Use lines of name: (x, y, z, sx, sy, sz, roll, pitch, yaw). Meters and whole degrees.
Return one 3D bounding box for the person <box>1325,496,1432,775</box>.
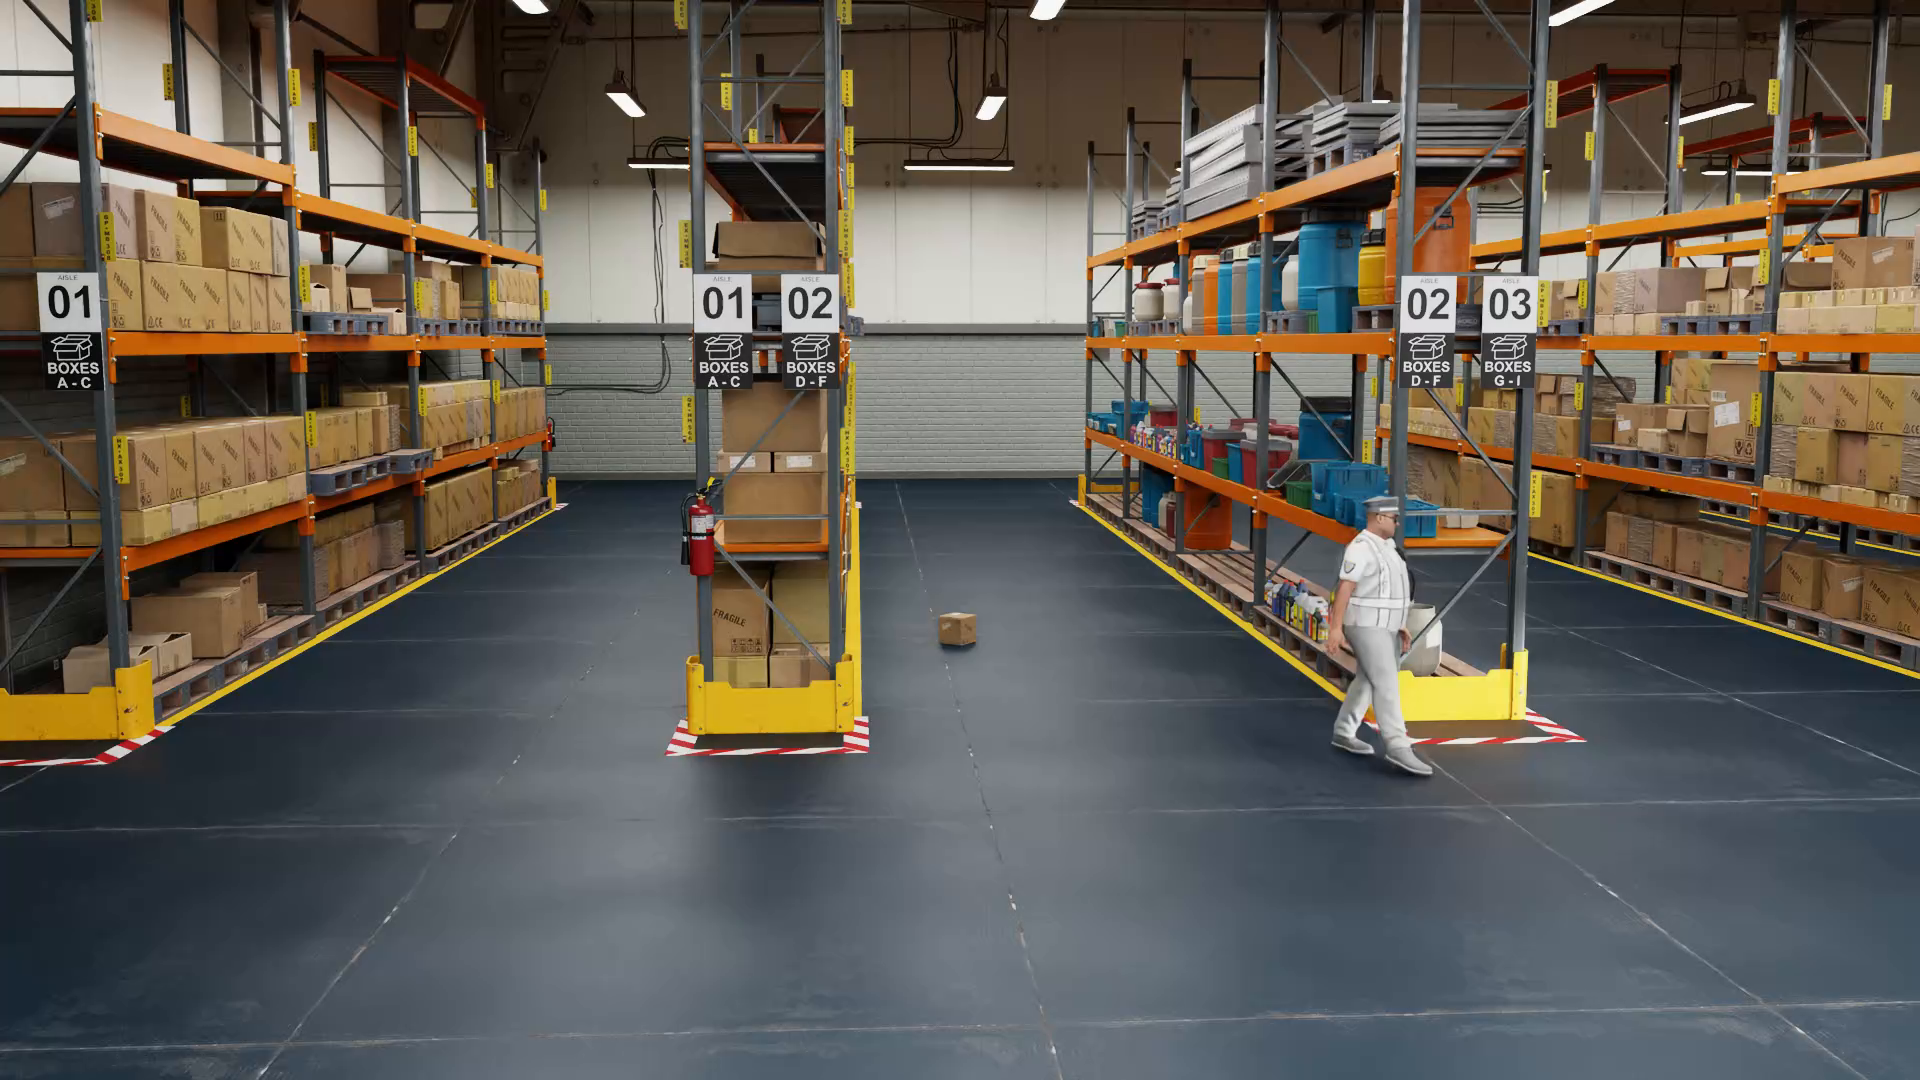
person: (2.796, 0.580, 10.815, 0.826, 1.717, 0.633, 5, 9, 38)
